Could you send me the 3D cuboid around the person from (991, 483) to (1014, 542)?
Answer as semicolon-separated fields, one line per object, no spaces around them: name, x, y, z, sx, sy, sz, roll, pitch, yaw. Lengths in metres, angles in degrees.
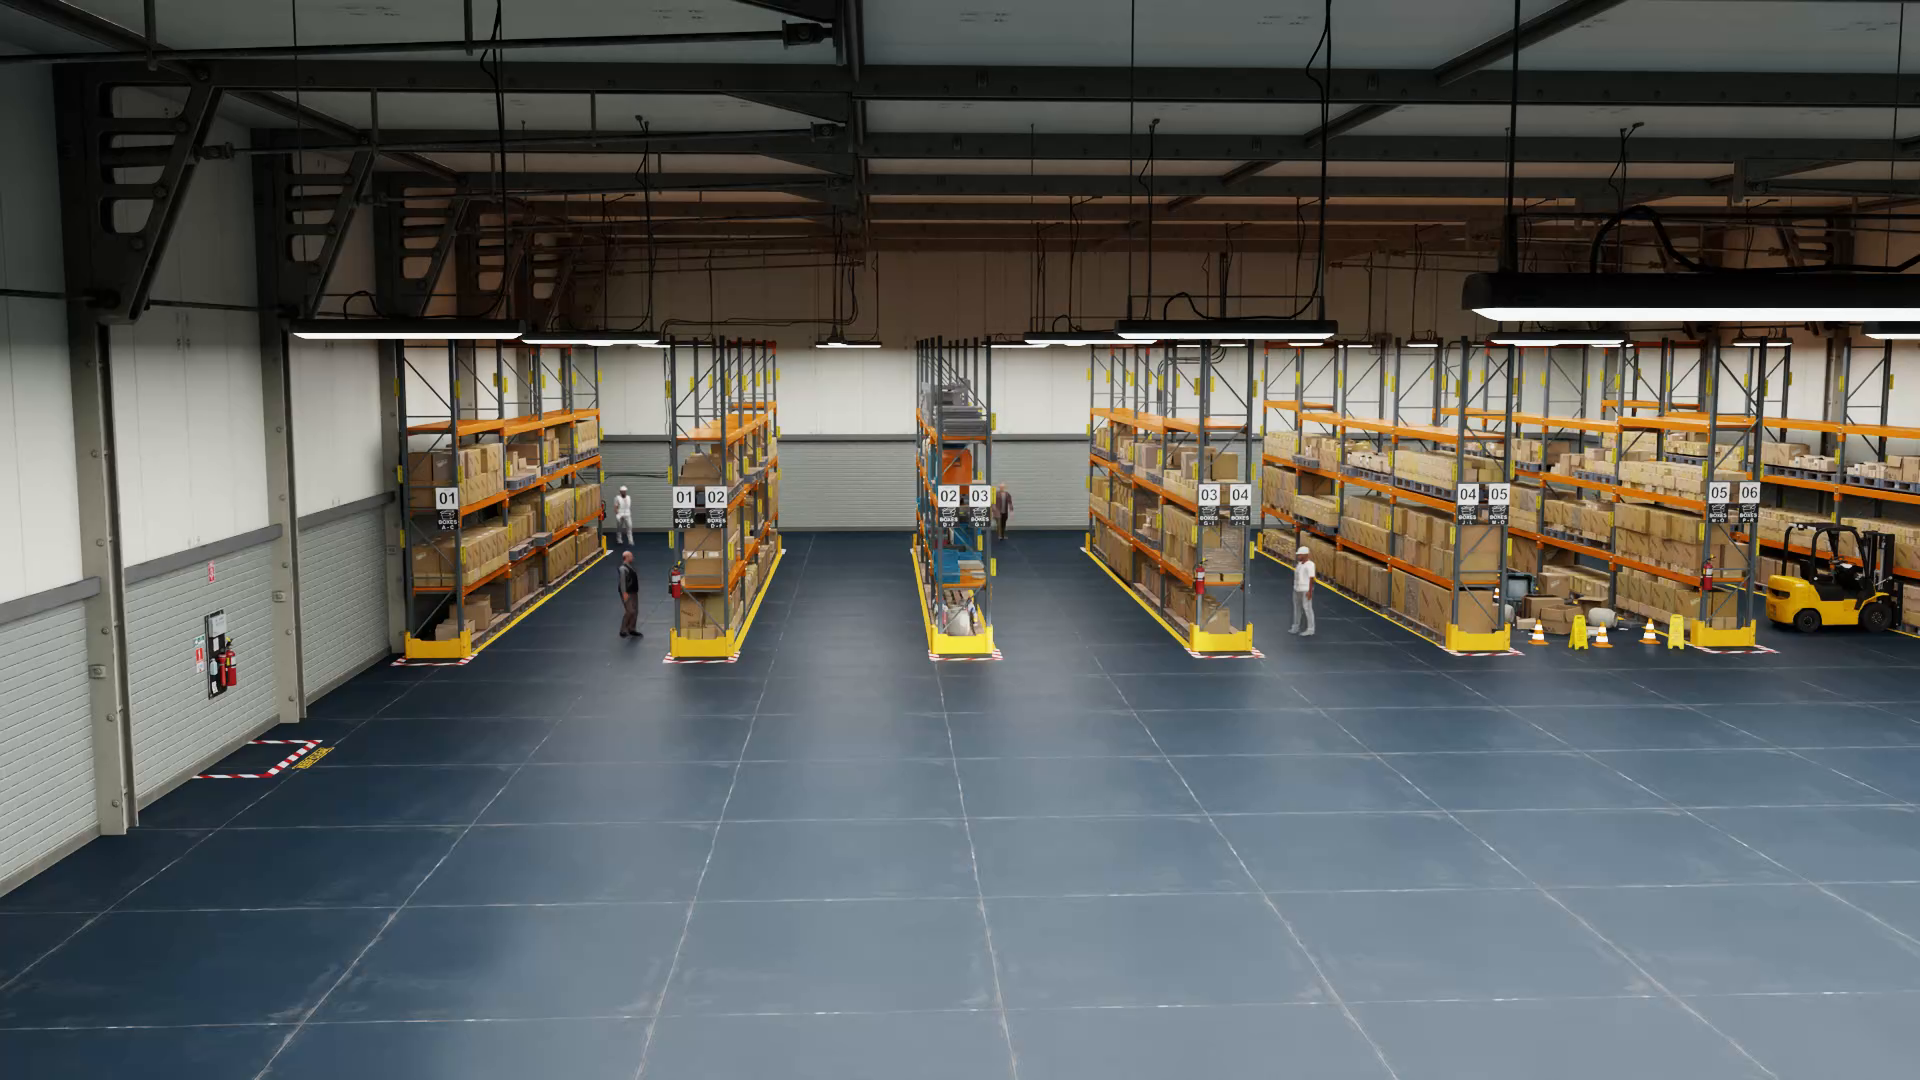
person;1.268;-0.844;50.145;0.654;1.748;0.965;-3;7;-24

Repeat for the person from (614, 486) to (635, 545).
person;-9.900;-0.724;48.949;0.552;1.714;1.055;-3;7;-24

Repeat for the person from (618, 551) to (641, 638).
person;-6.657;1.117;33.526;0.422;1.800;0.589;2;7;17

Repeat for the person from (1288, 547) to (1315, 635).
person;6.919;1.016;33.693;0.459;1.766;0.616;-4;8;-32
